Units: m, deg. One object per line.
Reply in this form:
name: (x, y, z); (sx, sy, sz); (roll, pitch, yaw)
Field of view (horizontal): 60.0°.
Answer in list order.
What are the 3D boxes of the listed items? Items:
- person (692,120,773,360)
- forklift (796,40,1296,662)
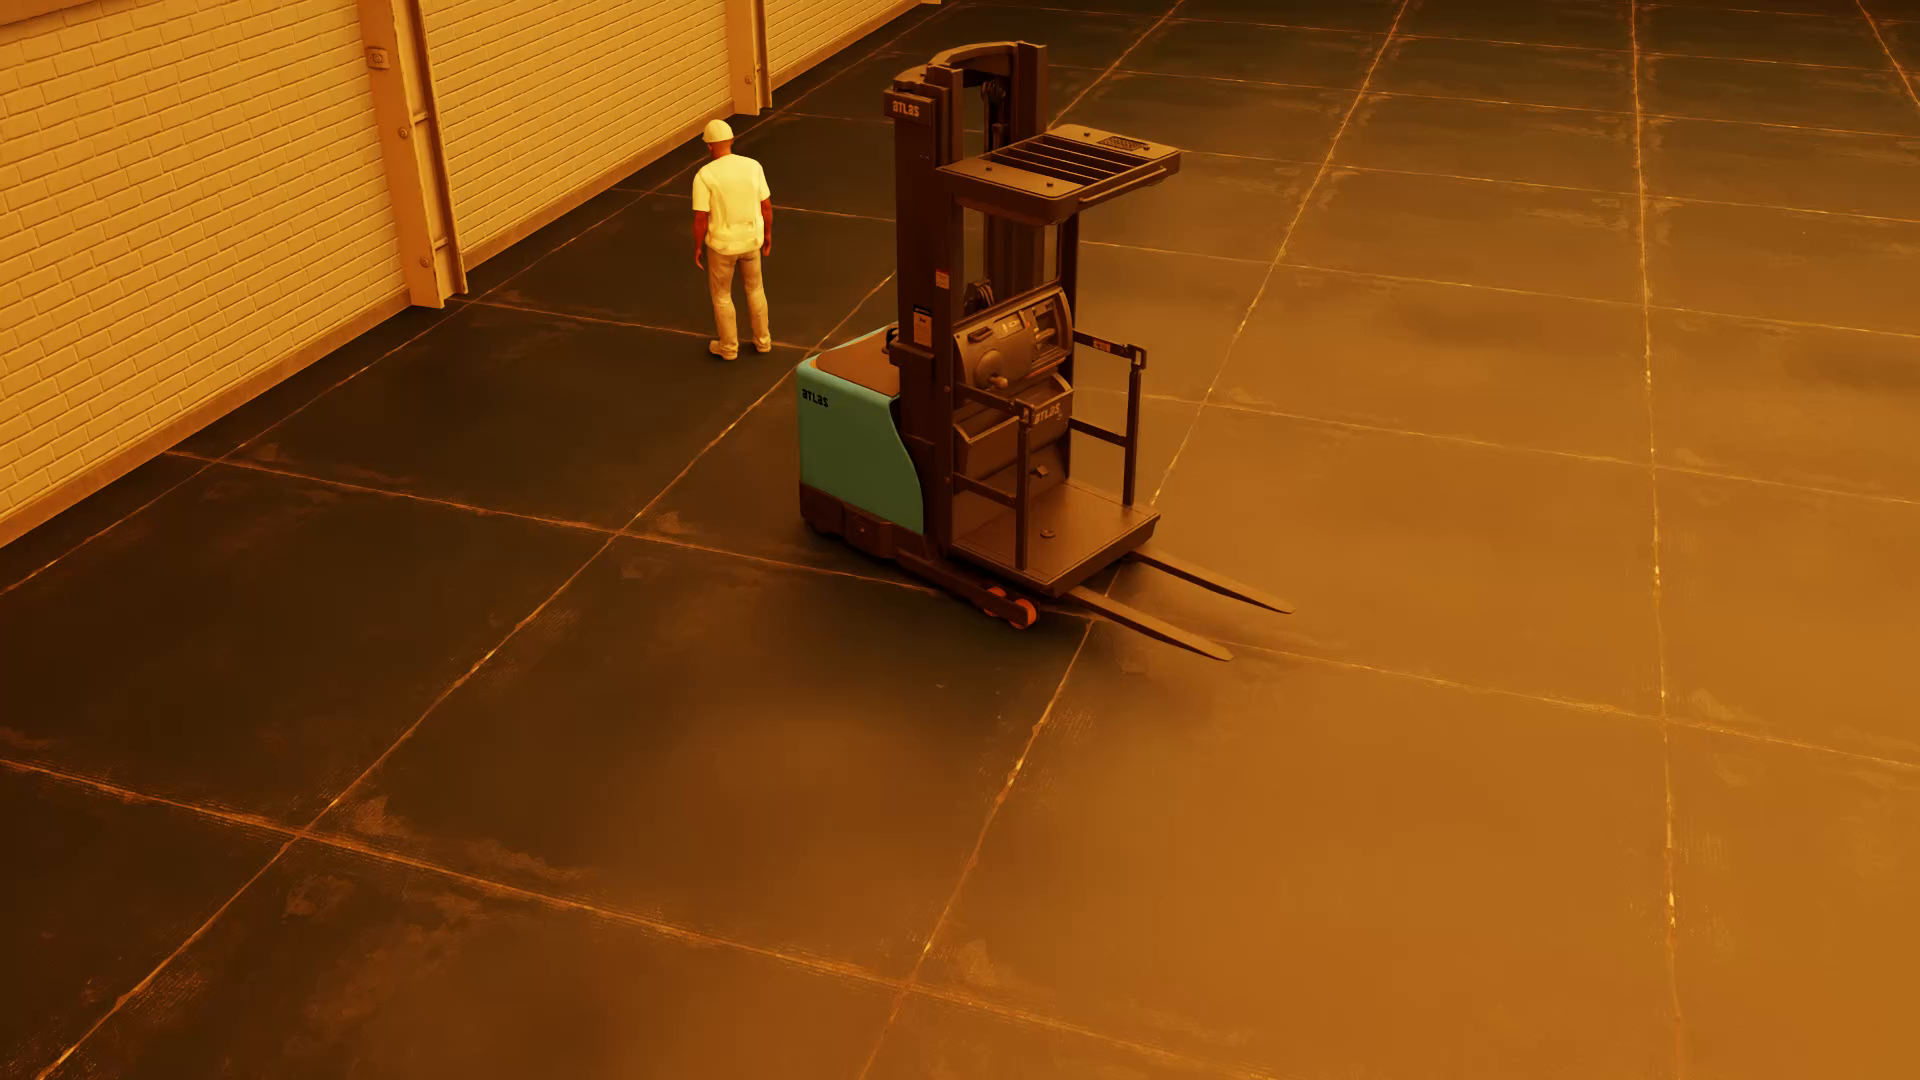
person: (-1.667, -2.190, 12.166); (0.626, 1.759, 0.462); (-16, 33, -26)
forklift: (0.459, -1.074, 9.021); (3.031, 2.935, 1.130); (23, 37, 35)
